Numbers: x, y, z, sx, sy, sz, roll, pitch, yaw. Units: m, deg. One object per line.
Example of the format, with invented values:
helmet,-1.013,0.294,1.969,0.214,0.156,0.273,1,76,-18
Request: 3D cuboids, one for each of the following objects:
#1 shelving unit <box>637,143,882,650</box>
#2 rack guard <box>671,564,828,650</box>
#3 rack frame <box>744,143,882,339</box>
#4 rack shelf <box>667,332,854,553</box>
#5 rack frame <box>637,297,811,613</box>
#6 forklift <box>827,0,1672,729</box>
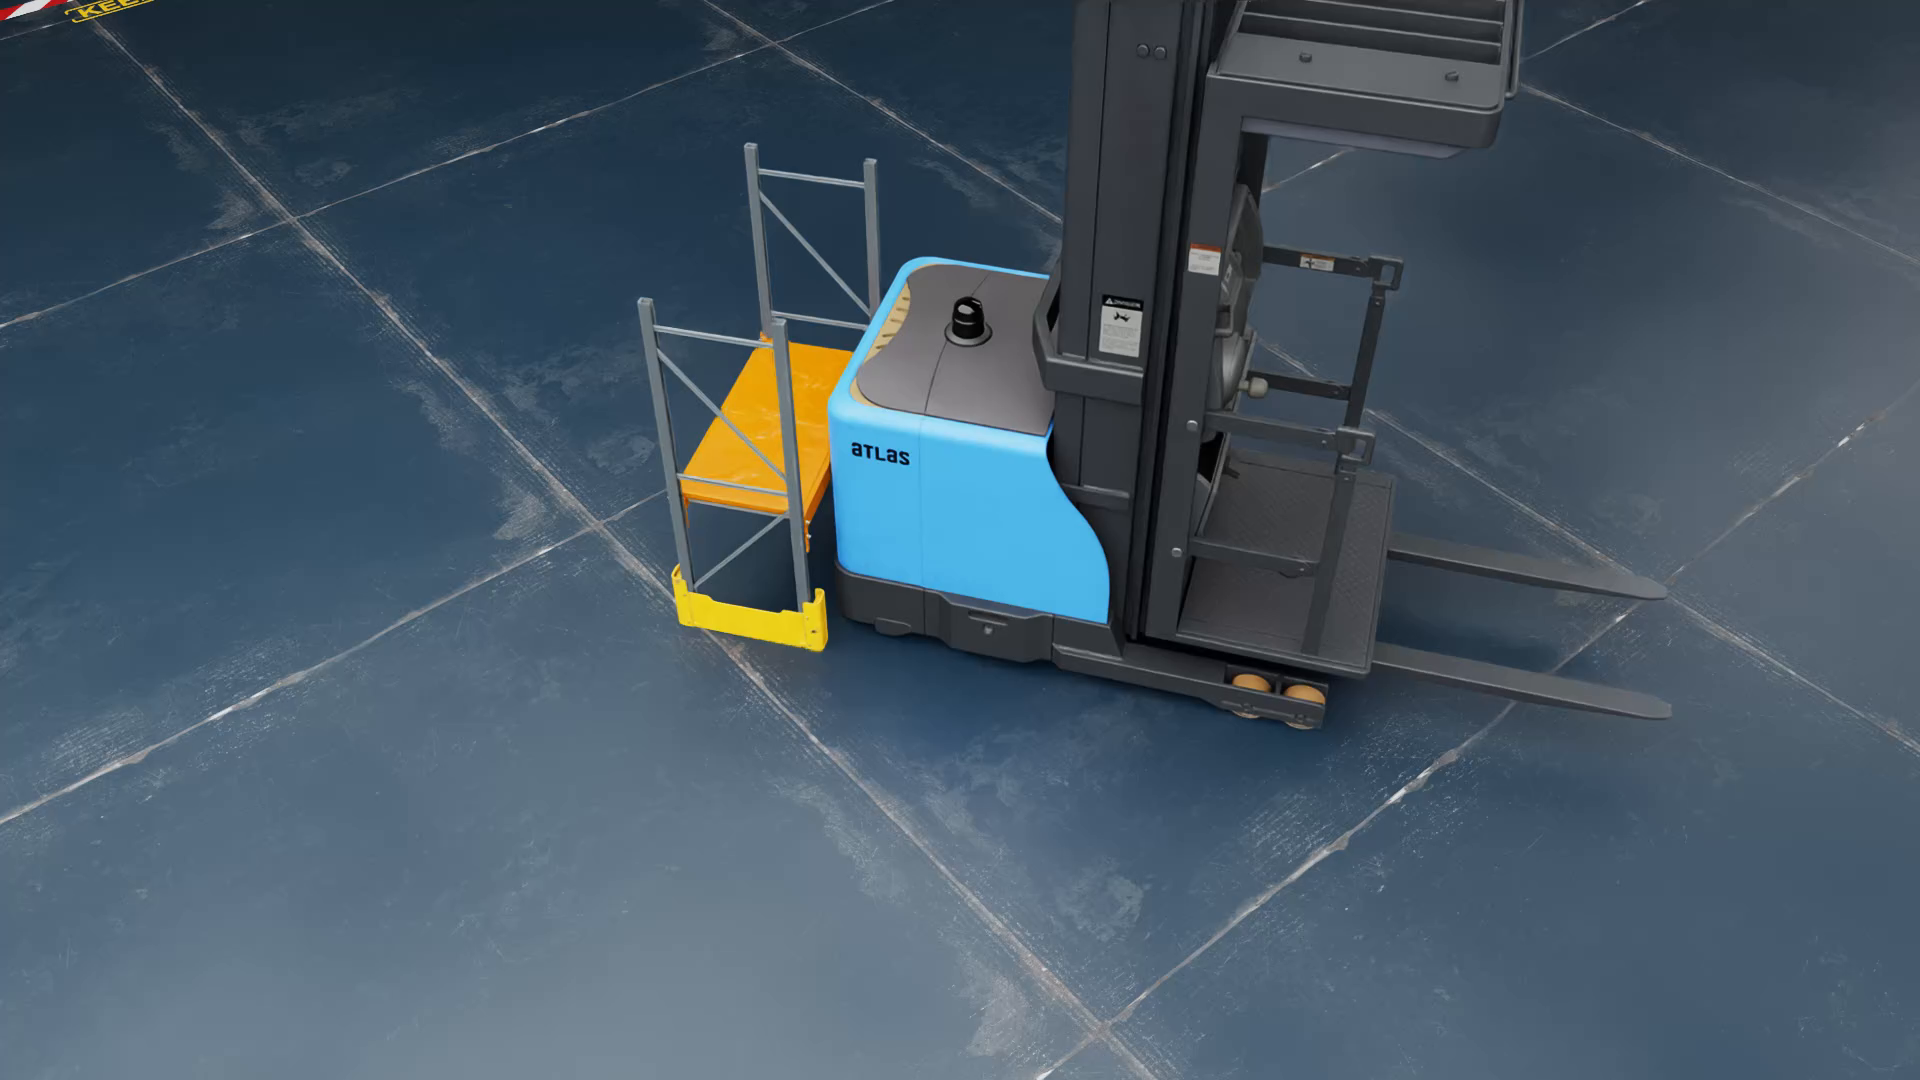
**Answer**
shelving unit,-0.670,-0.532,6.221,0.587,1.500,1.083,10,44,10
rack guard,-0.794,0.254,6.297,0.587,0.250,0.087,10,44,10
rack frame,-0.547,-0.863,6.573,0.500,1.500,0.032,10,44,10
rack shelf,-0.673,-0.395,6.337,0.538,0.185,1.000,10,44,10
rack frame,-0.799,-0.189,5.855,0.500,1.500,0.032,10,44,10
forklift,1.102,-0.791,5.451,3.031,2.935,1.130,11,44,11
